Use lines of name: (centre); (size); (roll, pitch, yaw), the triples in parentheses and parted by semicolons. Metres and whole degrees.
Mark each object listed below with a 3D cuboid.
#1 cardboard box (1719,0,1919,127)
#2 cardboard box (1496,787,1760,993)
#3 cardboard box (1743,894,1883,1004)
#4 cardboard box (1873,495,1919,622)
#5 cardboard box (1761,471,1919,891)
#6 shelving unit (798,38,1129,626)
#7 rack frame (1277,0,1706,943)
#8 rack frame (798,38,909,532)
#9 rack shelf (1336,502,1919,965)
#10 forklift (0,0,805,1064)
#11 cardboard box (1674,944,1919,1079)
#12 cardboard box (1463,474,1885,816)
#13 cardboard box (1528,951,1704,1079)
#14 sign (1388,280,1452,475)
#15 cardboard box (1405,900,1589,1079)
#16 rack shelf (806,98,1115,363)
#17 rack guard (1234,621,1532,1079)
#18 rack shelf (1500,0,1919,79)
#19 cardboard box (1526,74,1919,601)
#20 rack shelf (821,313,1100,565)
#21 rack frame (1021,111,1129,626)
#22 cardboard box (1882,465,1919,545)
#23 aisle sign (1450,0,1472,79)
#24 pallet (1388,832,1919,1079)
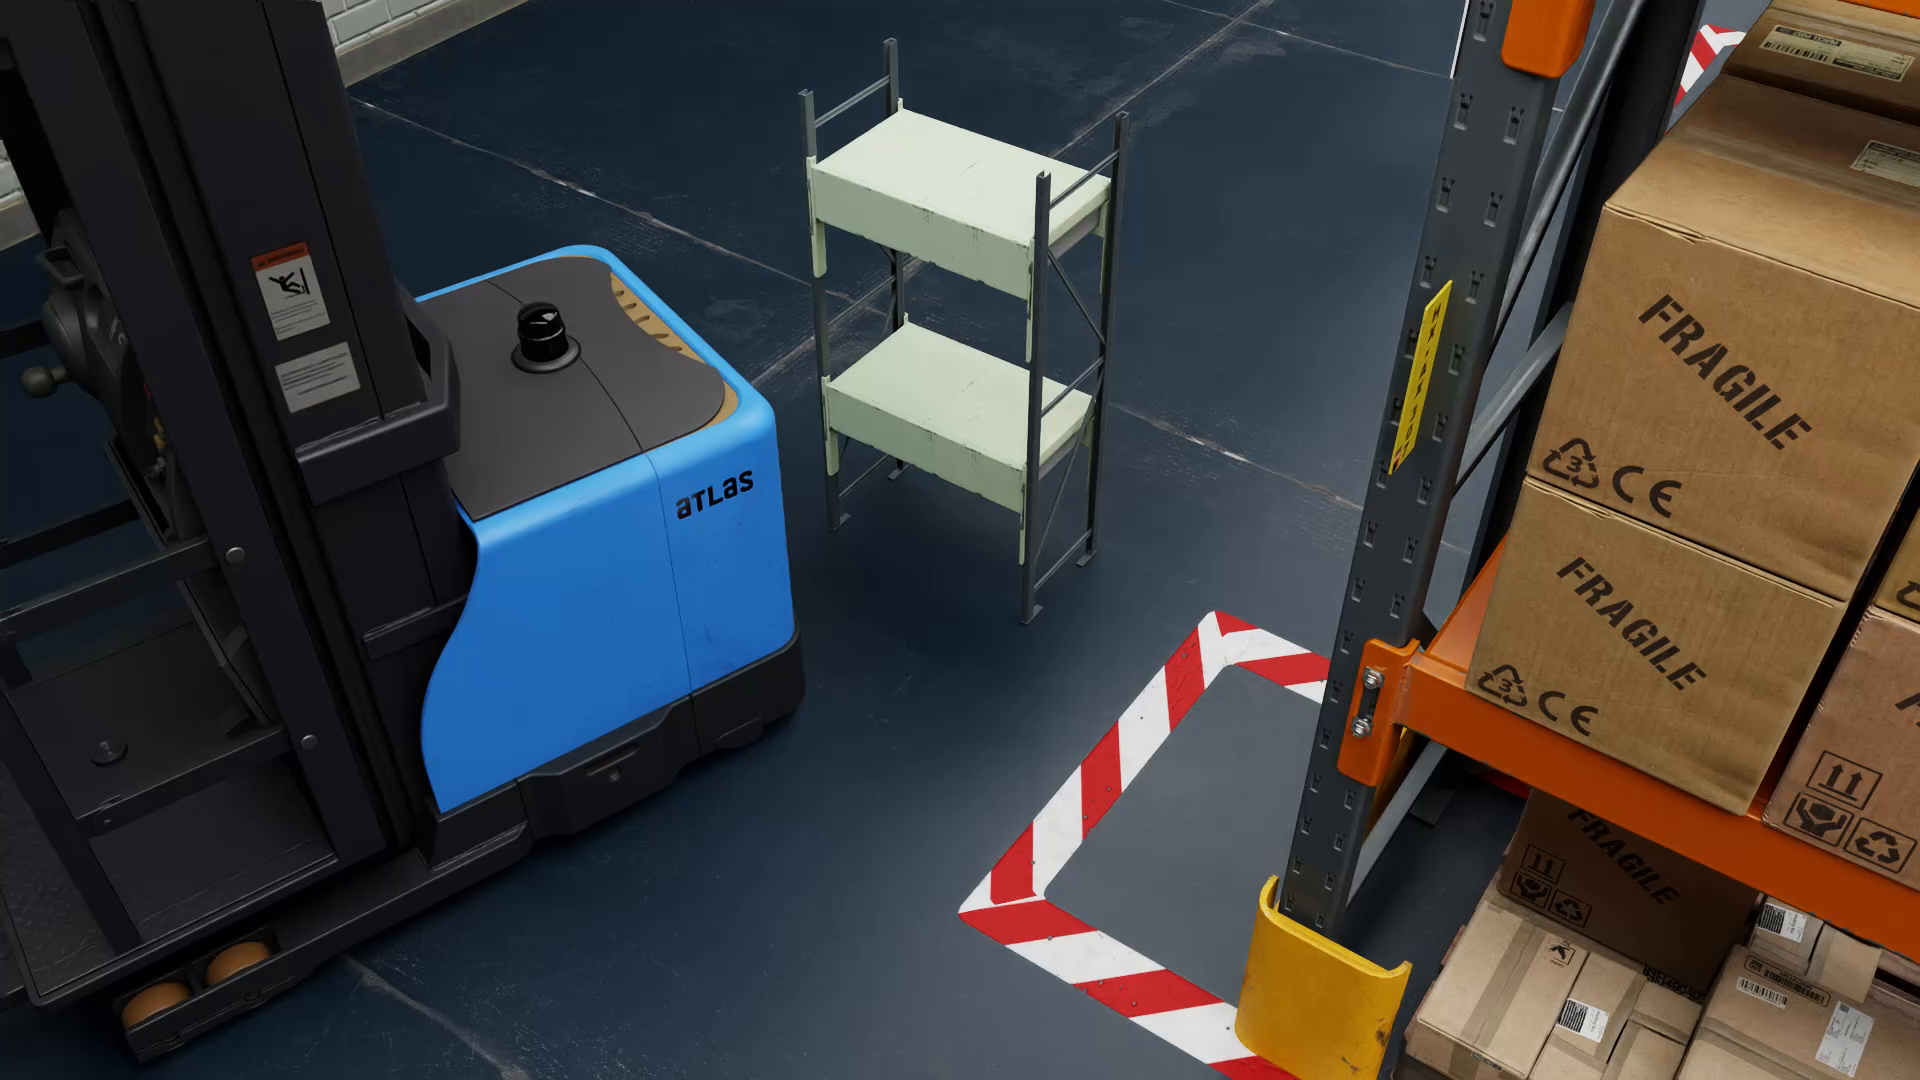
cardboard box: (1.563, -0.617, 2.865); (0.500, 0.500, 0.500); (25, 47, 25)
cardboard box: (1.627, 0.614, 3.859); (0.500, 0.500, 0.500); (25, 48, 25)
cardboard box: (1.907, 0.943, 3.742); (0.250, 0.166, 0.380); (25, 48, 25)
cardboard box: (1.685, -0.127, 2.318); (0.500, 0.500, 0.500); (26, 48, 26)
cardboard box: (1.678, 0.244, 2.653); (0.500, 0.500, 0.500); (25, 47, 25)
shelving unit: (0.005, -0.556, 4.747); (0.755, 1.500, 0.431); (25, 48, 25)
rack frame: (1.040, -0.227, 3.254); (0.127, 3.000, 1.000); (25, 48, 25)
rack frame: (-0.294, -0.697, 4.904); (0.023, 1.500, 0.400); (25, 48, 25)
rack shelf: (2.678, 0.807, 2.638); (4.000, 0.370, 1.077); (25, 48, 25)
forklift: (-1.927, -0.293, 3.380); (3.031, 2.935, 1.130); (-26, 48, -26)
cardboard box: (1.732, 1.188, 3.405); (0.500, 0.250, 0.500); (25, 48, 25)
cardboard box: (1.252, 0.050, 2.870); (0.500, 0.500, 0.500); (26, 48, 26)
cardboard box: (1.391, 1.109, 3.556); (0.250, 0.166, 0.380); (25, 48, 25)
sign: (0.729, -0.253, 2.634); (0.005, 0.325, 0.100); (25, 48, 25)
cardboard box: (1.186, 1.019, 3.669); (0.250, 0.149, 0.380); (25, 48, 25)
rack shelf: (0.005, -0.847, 4.487); (0.720, 0.370, 0.431); (25, 48, 25)
rack guard: (1.103, 0.734, 4.055); (0.348, 0.500, 1.175); (25, 48, 25)
rack shelf: (2.678, -0.311, 1.638); (4.000, 0.370, 1.077); (25, 48, 25)
cardboard box: (1.252, -0.323, 2.537); (0.500, 0.500, 0.500); (27, 48, 27)
rack shelf: (0.005, -0.313, 4.964); (0.720, 0.370, 0.431); (25, 48, 25)
rack frame: (0.305, -0.416, 4.590); (0.023, 1.500, 0.400); (25, 48, 25)
cardboard box: (1.990, -0.045, 2.975); (0.500, 0.500, 0.500); (25, 48, 26)
aisle sign: (0.816, -1.062, 2.237); (0.004, 0.787, 0.394); (25, 48, 25)
pallet: (1.756, 1.146, 3.811); (1.213, 0.211, 1.003); (25, 48, 25)
